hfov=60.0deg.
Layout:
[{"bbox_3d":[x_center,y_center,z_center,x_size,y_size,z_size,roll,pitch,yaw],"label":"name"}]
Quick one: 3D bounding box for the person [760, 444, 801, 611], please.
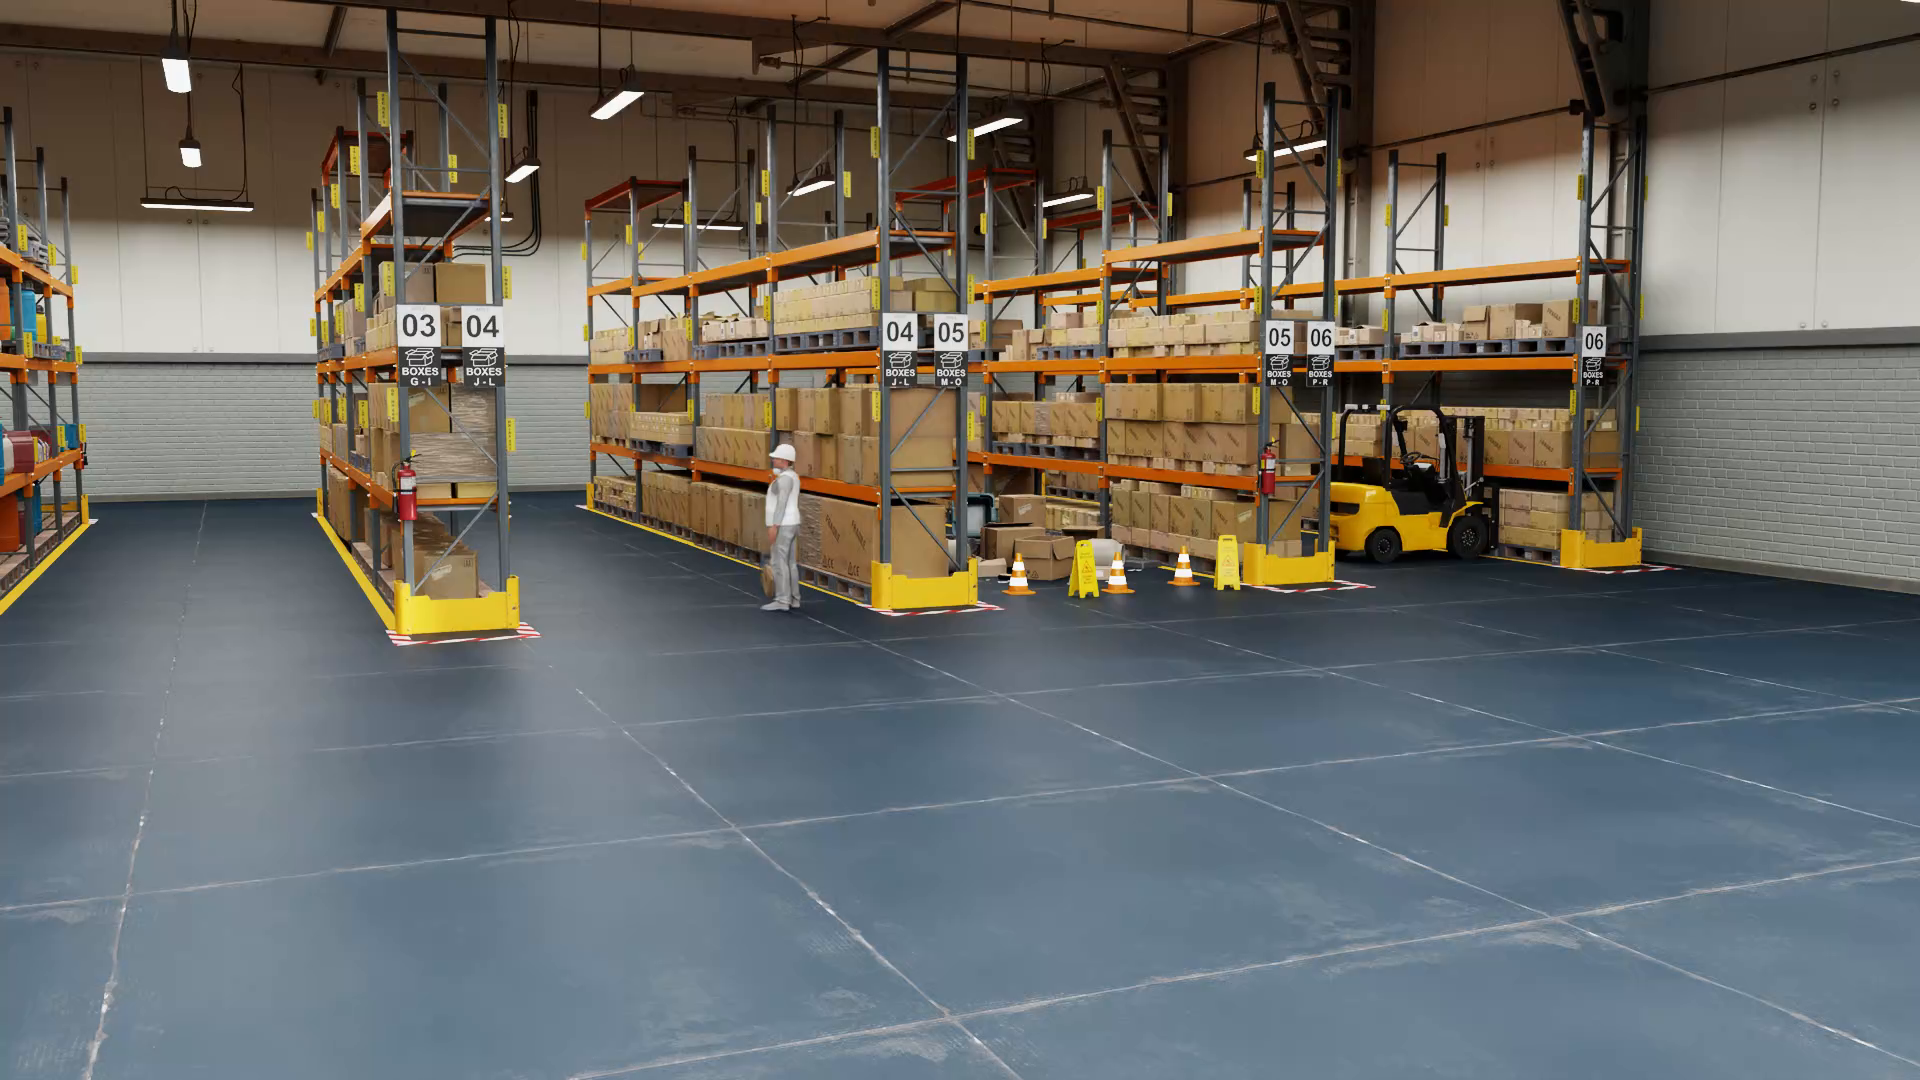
[{"bbox_3d":[-1.927,-0.143,17.914,0.388,1.782,0.612,1,5,6],"label":"person"}]
